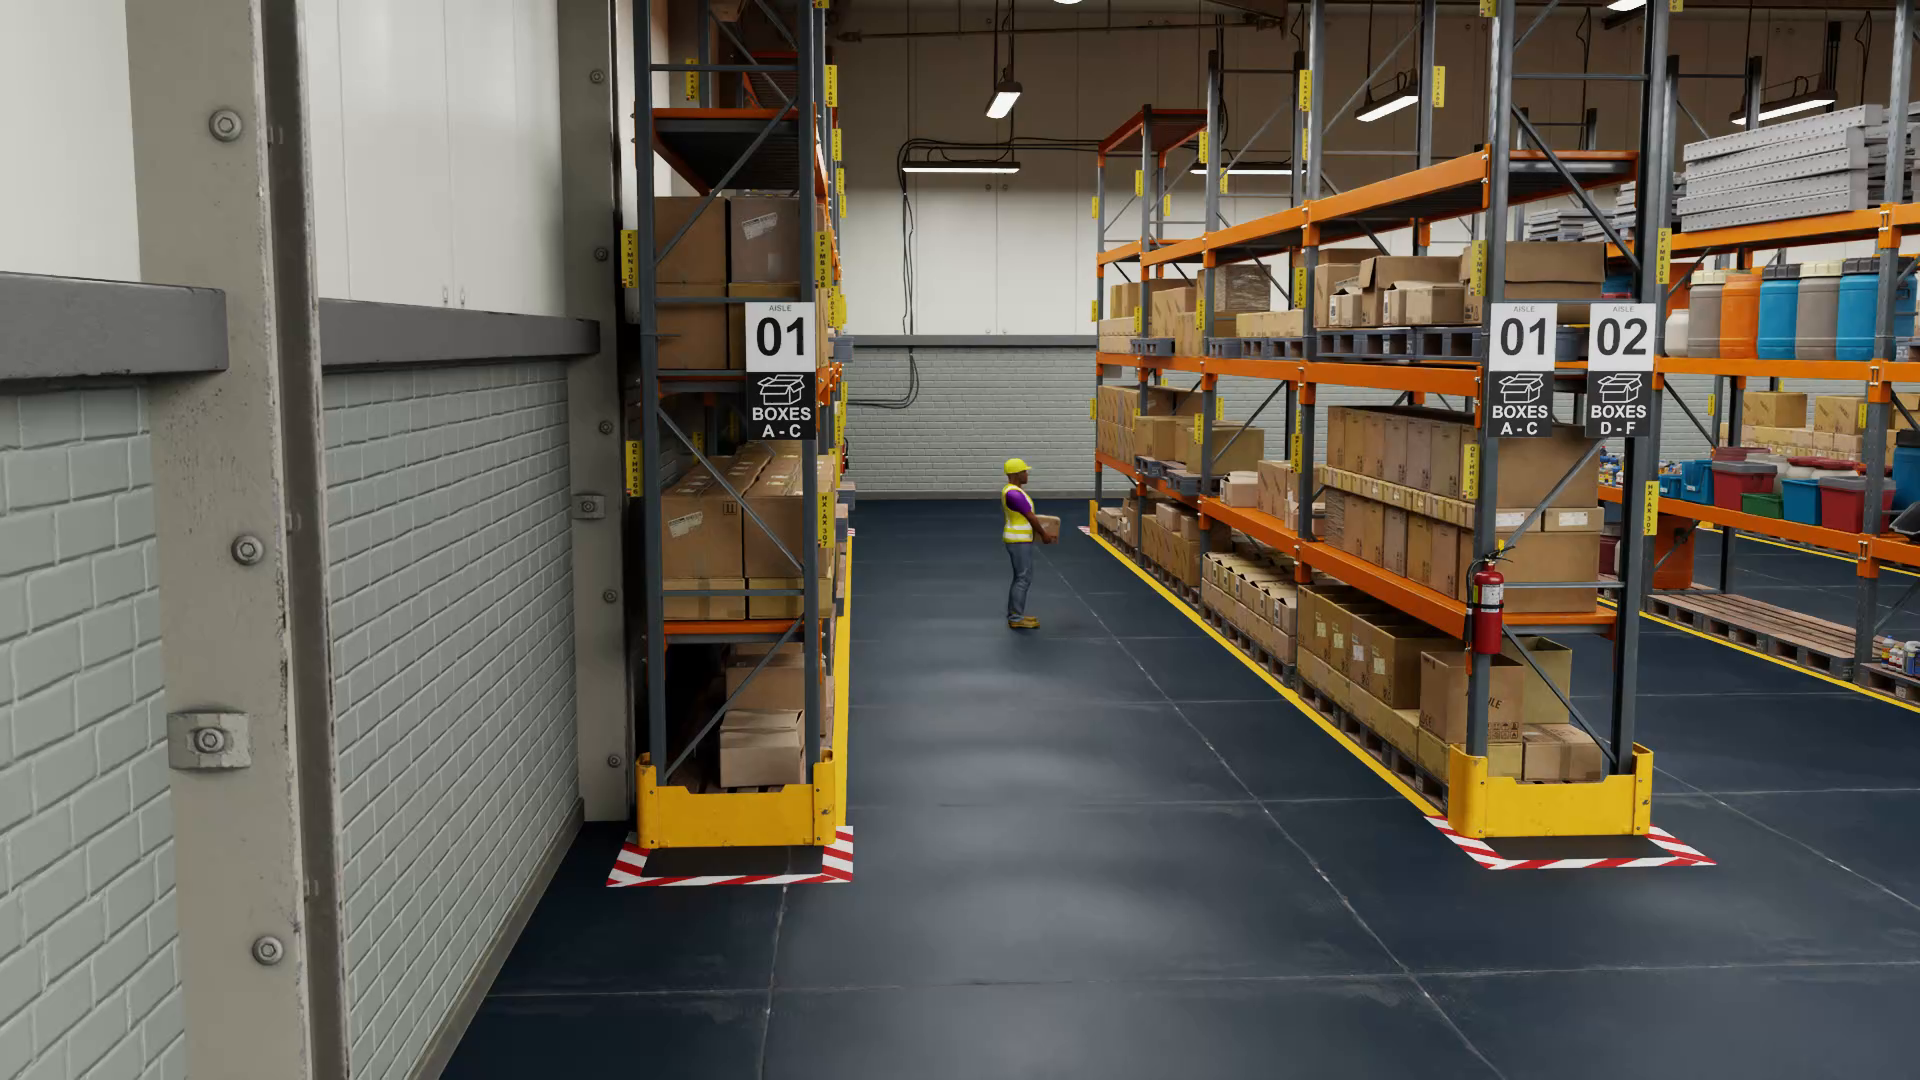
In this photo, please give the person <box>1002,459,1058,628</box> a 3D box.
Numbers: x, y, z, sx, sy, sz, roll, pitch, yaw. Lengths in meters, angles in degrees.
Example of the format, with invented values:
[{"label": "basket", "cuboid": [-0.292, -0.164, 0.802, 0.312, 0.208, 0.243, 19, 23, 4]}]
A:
[{"label": "person", "cuboid": [0.724, 0.025, 17.451, 0.578, 1.760, 0.504, 0, 7, -3]}]
